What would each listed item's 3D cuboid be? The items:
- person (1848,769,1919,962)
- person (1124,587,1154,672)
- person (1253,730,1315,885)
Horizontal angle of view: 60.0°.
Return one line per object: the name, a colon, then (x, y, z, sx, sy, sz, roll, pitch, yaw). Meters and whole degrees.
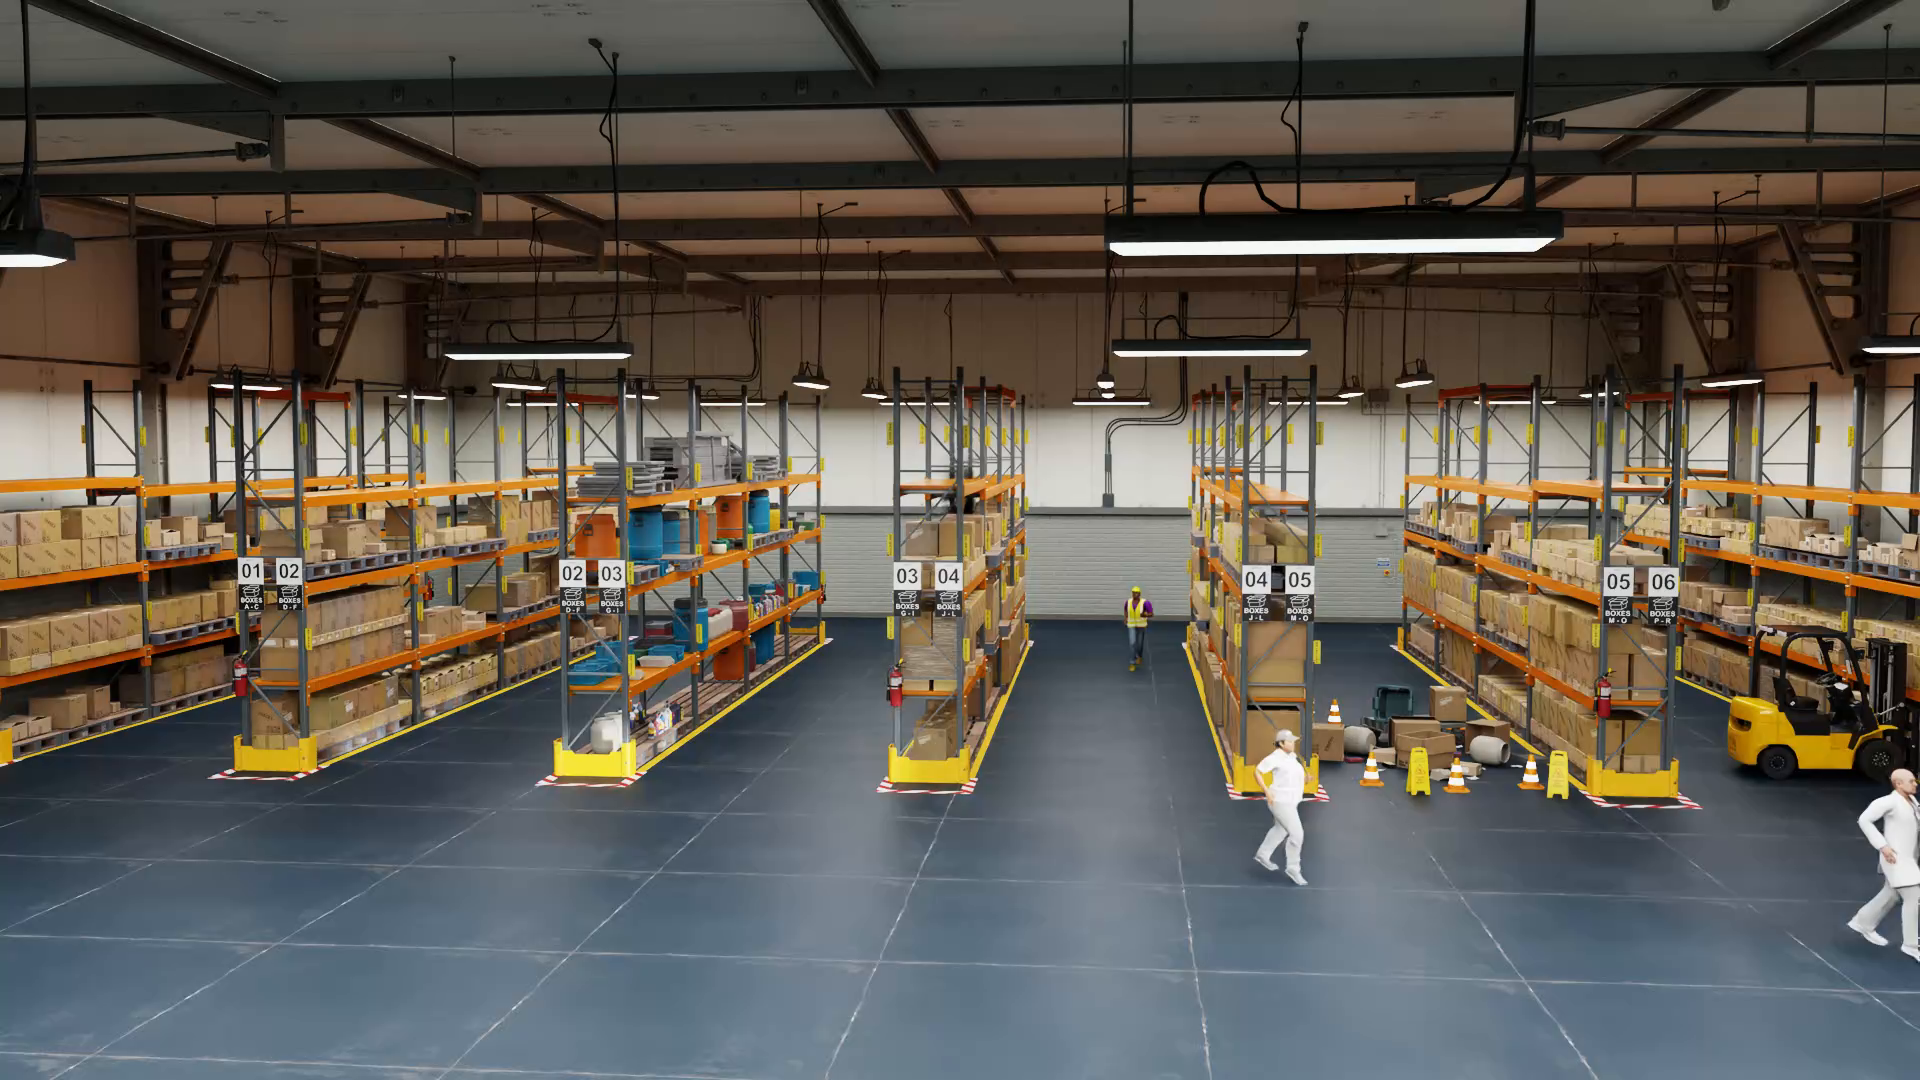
person: (9.029, 3.104, 16.010, 0.699, 1.823, 0.893, -3, 5, -41)
person: (3.834, 1.892, 35.784, 0.676, 1.794, 0.909, 1, 4, 13)
person: (3.655, 3.004, 18.827, 0.764, 1.729, 0.579, 3, 4, 35)
